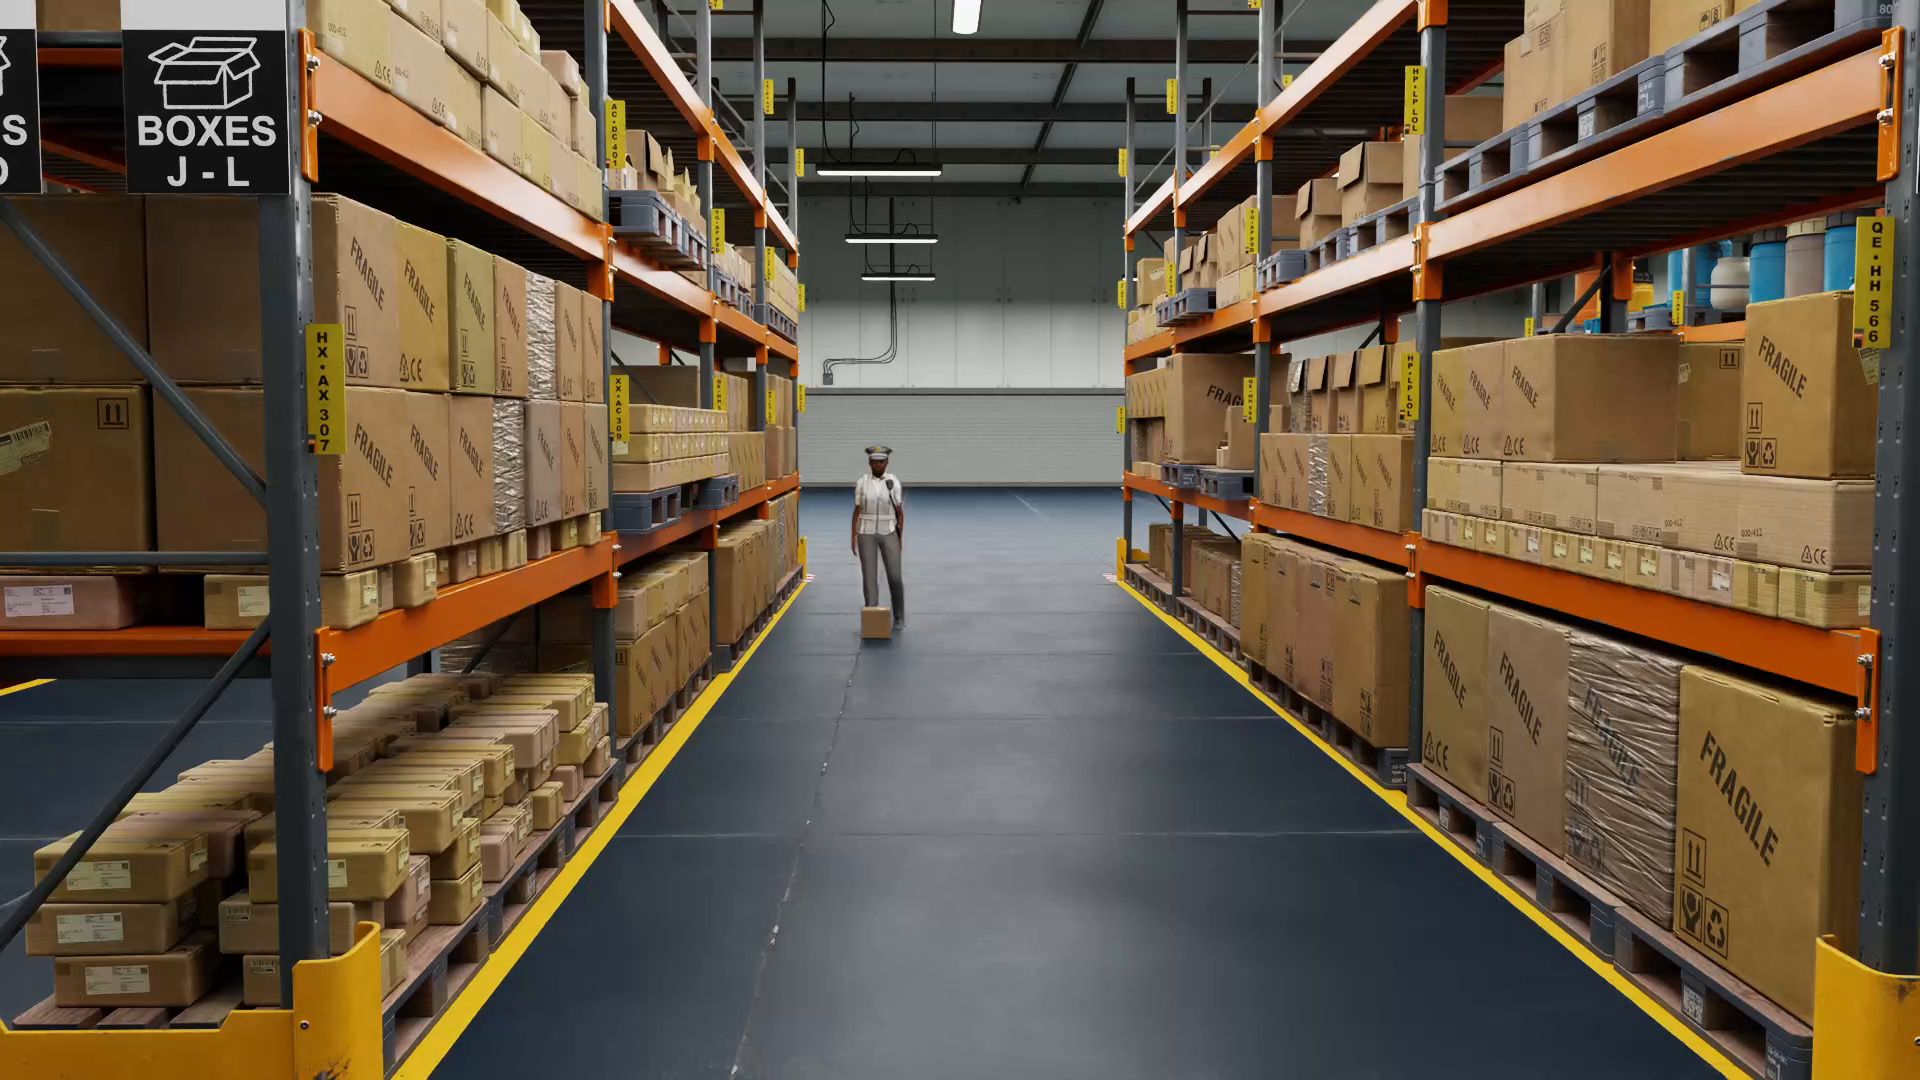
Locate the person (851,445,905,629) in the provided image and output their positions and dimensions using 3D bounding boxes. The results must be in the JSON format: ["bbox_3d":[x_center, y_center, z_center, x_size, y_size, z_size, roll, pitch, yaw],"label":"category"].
[{"bbox_3d":[-0.748,-0.004,15.119,0.481,1.718,0.495,0,4,-1],"label":"person"}]
